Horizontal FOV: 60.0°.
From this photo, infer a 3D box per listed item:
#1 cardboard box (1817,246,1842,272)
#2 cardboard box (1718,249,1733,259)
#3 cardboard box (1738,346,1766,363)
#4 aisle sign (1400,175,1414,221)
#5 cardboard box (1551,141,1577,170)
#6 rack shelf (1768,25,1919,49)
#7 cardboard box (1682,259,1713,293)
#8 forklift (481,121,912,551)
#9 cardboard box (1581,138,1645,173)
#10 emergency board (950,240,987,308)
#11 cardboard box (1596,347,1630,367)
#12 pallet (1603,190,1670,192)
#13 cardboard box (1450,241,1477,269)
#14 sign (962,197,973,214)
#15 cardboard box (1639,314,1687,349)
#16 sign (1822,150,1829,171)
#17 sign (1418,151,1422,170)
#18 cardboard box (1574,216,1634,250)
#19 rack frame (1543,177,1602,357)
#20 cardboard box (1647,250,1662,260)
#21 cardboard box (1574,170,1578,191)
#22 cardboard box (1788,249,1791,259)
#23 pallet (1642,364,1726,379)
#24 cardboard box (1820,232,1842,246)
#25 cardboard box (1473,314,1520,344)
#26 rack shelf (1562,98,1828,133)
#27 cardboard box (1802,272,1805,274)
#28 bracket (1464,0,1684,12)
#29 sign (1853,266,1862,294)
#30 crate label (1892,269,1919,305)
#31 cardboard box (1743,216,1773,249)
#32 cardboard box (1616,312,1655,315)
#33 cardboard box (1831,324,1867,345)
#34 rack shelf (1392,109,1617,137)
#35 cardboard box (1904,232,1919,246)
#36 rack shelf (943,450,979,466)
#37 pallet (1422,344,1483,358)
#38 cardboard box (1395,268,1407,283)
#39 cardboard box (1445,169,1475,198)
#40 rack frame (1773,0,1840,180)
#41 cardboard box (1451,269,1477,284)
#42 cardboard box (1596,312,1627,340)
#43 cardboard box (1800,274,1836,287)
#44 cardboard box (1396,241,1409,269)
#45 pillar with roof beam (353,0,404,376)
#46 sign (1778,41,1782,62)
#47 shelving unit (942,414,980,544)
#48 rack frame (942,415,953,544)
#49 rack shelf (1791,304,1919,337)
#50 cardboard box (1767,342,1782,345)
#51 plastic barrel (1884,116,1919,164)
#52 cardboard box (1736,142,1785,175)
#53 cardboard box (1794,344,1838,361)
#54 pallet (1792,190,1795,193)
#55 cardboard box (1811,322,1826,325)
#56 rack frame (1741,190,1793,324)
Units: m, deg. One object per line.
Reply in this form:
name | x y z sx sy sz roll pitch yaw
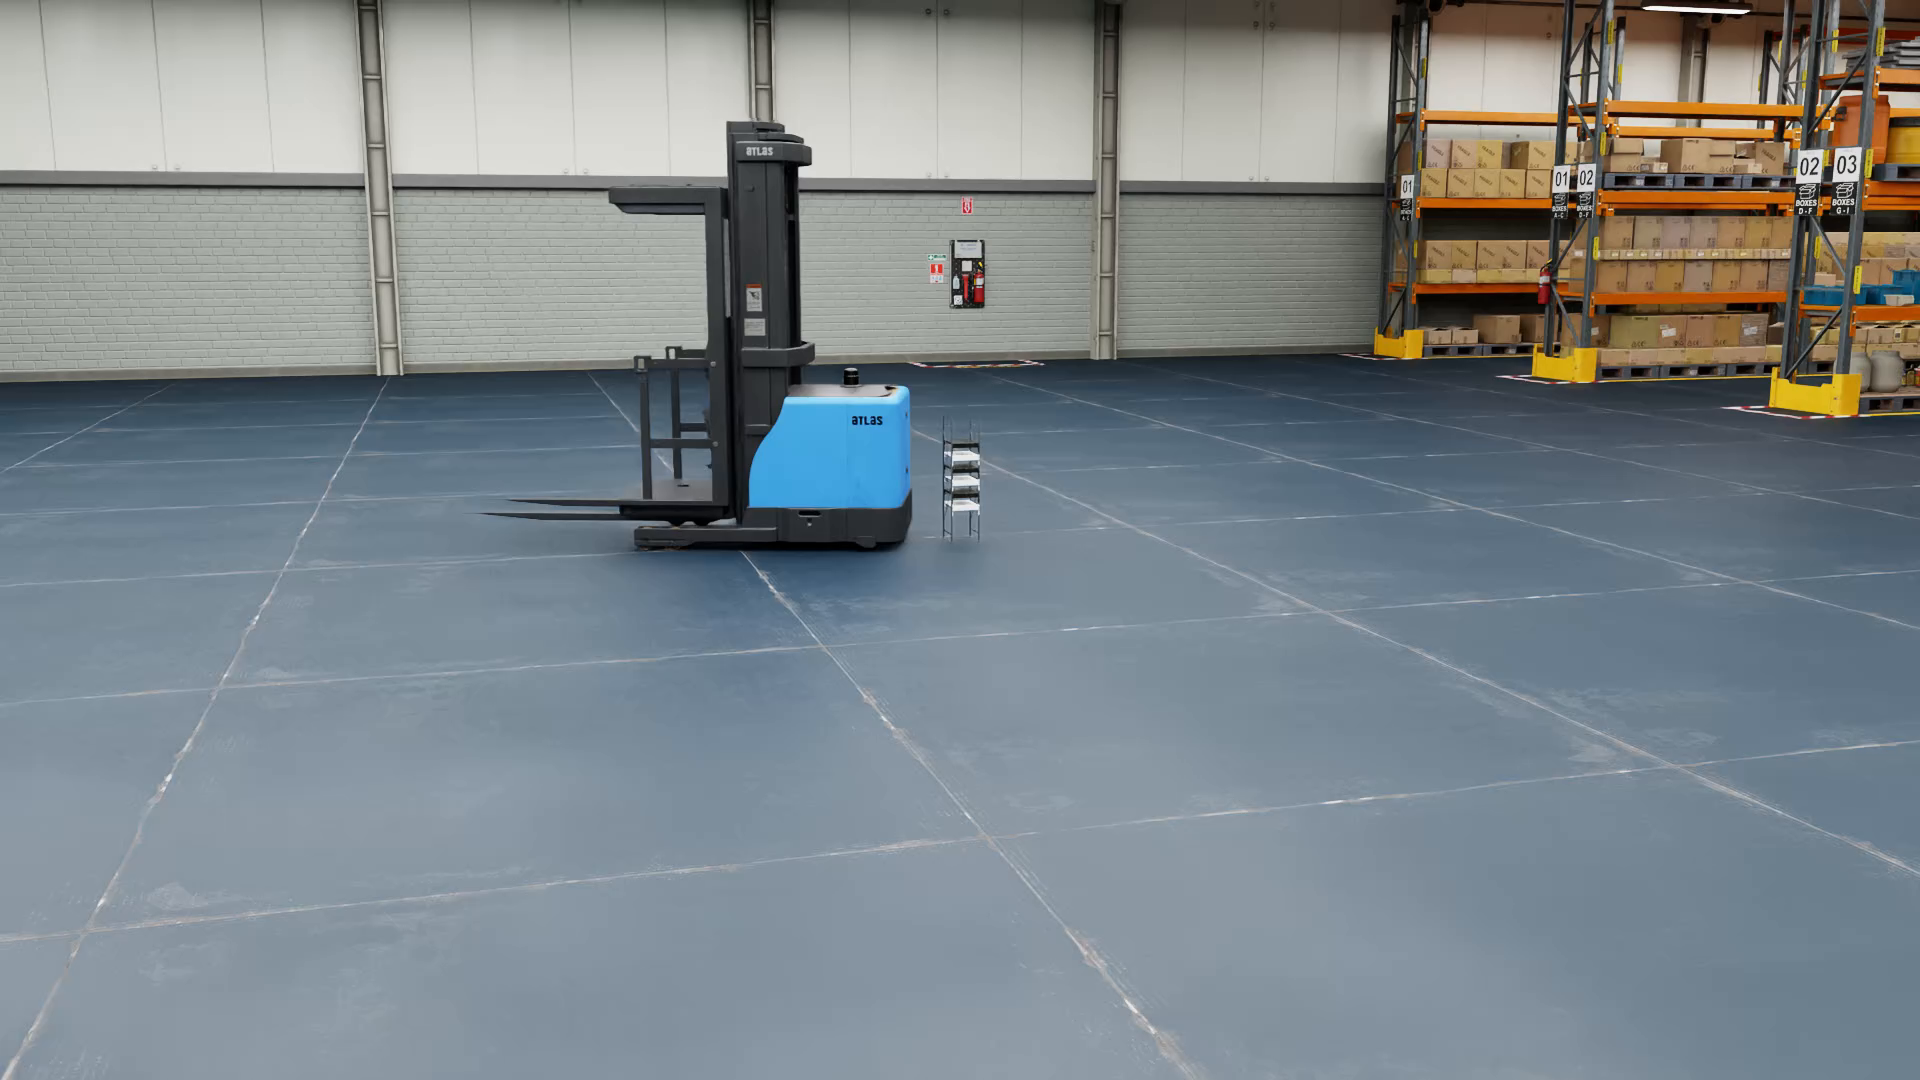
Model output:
cardboard box | 16.597 -5.426 32.083 0.500 0.500 0.500 -3 11 -14
cardboard box | 11.681 -4.406 25.625 0.250 0.149 0.380 -3 11 -14
cardboard box | 12.235 -2.922 26.067 0.500 0.250 0.500 -3 11 -16
aisle sign | 7.888 -6.034 29.357 0.004 0.787 0.394 -3 11 -16
cardboard box | 10.782 -6.937 30.066 0.500 0.500 0.500 -2 11 -13
rack shelf | 17.474 -9.548 31.865 4.000 0.370 1.077 -3 11 -16
cardboard box | 11.198 -4.099 25.754 0.500 0.500 0.700 -3 11 -14
forklift | -1.894 -1.462 11.893 3.031 2.935 1.130 0 10 3
cardboard box | 9.814 -5.780 25.041 0.637 0.503 0.797 -2 11 -12
emergency board | 0.159 -4.575 28.612 0.643 1.169 0.194 -3 11 -16
cardboard box | 9.838 -2.793 25.367 0.500 0.250 0.500 -3 11 -16
pallet | 12.336 -6.409 30.809 1.003 0.211 1.213 -3 11 -16
cardboard box | 8.893 -5.111 29.813 0.500 0.500 0.500 -3 11 -16
sign | 0.123 -5.732 28.494 0.199 0.298 0.001 -3 11 -16
cardboard box | 10.794 -3.215 25.588 0.500 0.500 0.500 -3 11 -16
sign | 13.258 -5.825 25.469 0.005 0.325 0.100 -3 11 -16
sign | 8.025 -6.622 29.032 0.005 0.325 0.100 -3 11 -16
cardboard box | 9.764 -4.661 25.223 0.500 0.500 0.700 -3 11 -16
rack frame | 9.261 -3.950 25.218 0.127 3.000 1.000 -3 11 -16
cardboard box | 10.433 -4.339 25.265 0.250 0.149 0.380 -3 11 -17
cardboard box | 11.295 -6.479 30.339 0.500 0.500 0.500 -3 11 -14
cardboard box | 12.900 -4.470 25.973 0.250 0.149 0.380 -3 11 -16
pallet | 11.153 -2.686 26.052 1.213 0.211 1.003 -3 11 -16
cardboard box | 16.578 -5.795 32.018 0.500 0.250 0.500 -3 11 -17
cardboard box | 9.828 -3.875 30.498 0.500 0.500 0.700 -4 11 -20
rack shelf | 11.181 -6.451 25.326 4.000 0.370 1.077 -3 11 -16
cardboard box | 16.179 -5.090 32.048 0.250 0.149 0.380 -3 11 -15
bracket | 11.275 -9.807 30.522 4.783 0.066 0.076 -3 11 -16
sign | 10.791 -3.129 19.994 0.005 0.325 0.100 -3 11 -16
crate label | 12.333 -3.246 21.298 0.616 0.435 0.502 -3 11 -16
cardboard box | 12.192 -4.790 25.923 0.500 0.500 0.700 -3 11 -16
cardboard box | 10.649 -3.305 26.078 0.500 0.500 0.500 -3 11 -16
cardboard box | 14.050 -3.285 26.489 0.500 0.311 0.500 -3 11 -17
rack shelf | 9.793 -7.507 29.967 4.000 0.370 1.077 -3 11 -16
cardboard box | 18.524 -5.900 32.586 0.500 0.250 0.500 -3 11 -15
rack shelf | 0.008 -0.587 11.941 0.200 0.077 0.258 -3 11 -16
pallet | 8.736 -3.478 30.358 1.213 0.211 1.003 -3 11 -16
cardboard box | 8.267 -4.804 30.218 0.500 0.250 0.500 -3 11 -15
cardboard box | 8.789 -6.340 29.582 0.500 0.500 0.500 -2 11 -12
rack frame | 13.102 -7.103 25.775 0.127 3.000 1.000 -3 11 -16
cardboard box | 8.925 -4.745 29.897 0.500 0.250 0.500 -3 11 -18
cardboard box | 12.415 -4.041 31.399 0.500 0.500 0.700 -3 11 -14
cardboard box | 13.562 -4.111 26.508 0.500 0.250 0.500 -2 11 -12
cardboard box | 8.266 -5.177 30.169 0.500 0.500 0.500 -3 11 -17
pillar with roof beam | -7.776 -6.288 21.348 0.400 9.000 9.100 -3 11 -16
sign | 12.938 -7.695 26.192 0.005 0.325 0.100 -3 11 -16
shelving unit | 0.008 -0.443 11.967 0.210 0.900 0.258 -3 11 -16
rack frame | -0.090 -0.438 11.939 0.006 0.900 0.240 -3 11 -16
rack shelf | 12.562 -2.836 21.155 4.000 0.370 1.077 -3 11 -16
cardboard box | 13.419 -3.078 26.917 0.500 0.250 0.500 -3 11 -16
plastic barrel | 11.701 -4.943 20.647 0.600 0.588 0.600 0 10 0
cardboard box | 12.544 -5.973 26.097 0.500 0.500 0.500 -2 11 -11
cardboard box | 13.558 -2.984 26.406 0.500 0.250 0.500 -3 11 -17
pallet | 13.945 -5.581 26.318 1.217 0.209 0.805 -3 11 -18
cardboard box | 13.908 -3.380 27.009 0.500 0.311 0.500 -3 11 -14
rack frame | 15.554 -5.216 32.094 0.127 3.000 1.000 -3 11 -16
